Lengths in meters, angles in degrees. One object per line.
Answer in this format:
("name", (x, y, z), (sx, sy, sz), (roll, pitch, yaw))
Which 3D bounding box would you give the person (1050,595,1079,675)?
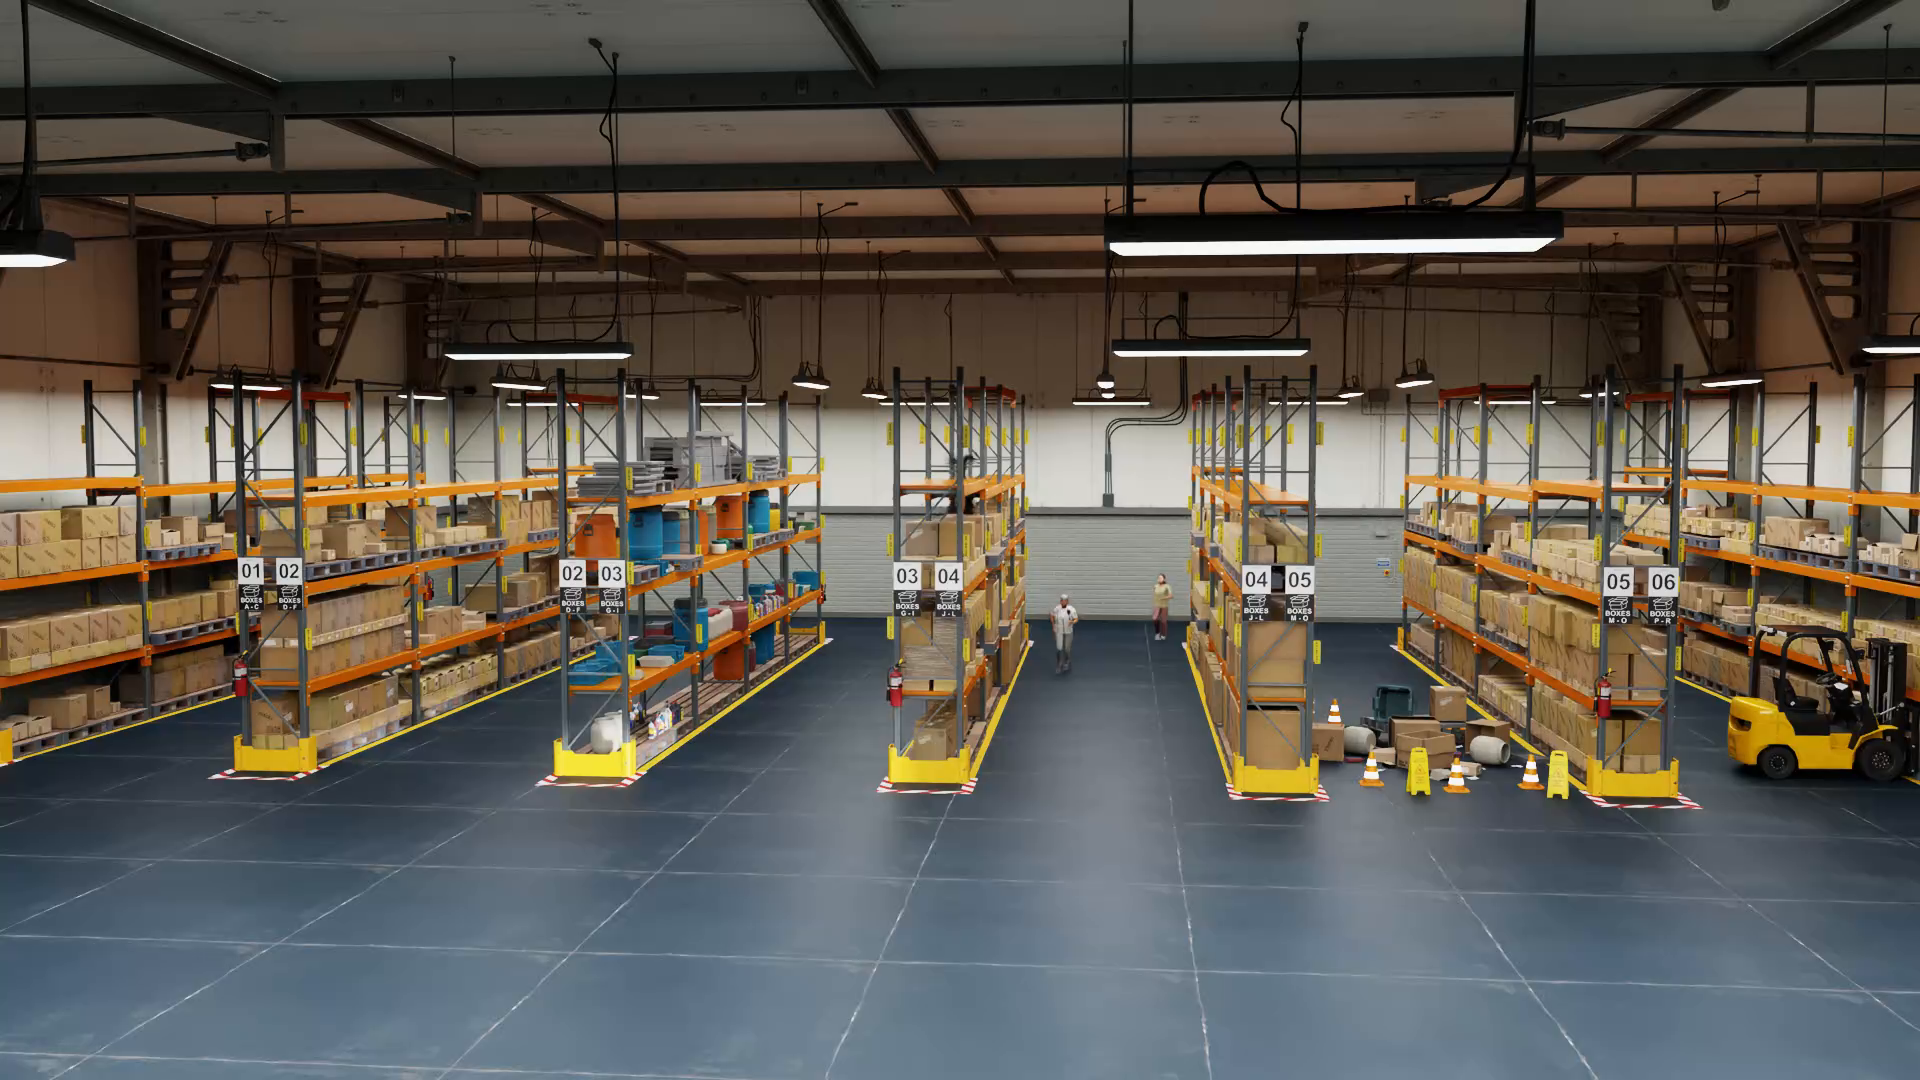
("person", (2.211, 2.008, 35.183), (0.588, 1.715, 0.730), (0, 4, 2))

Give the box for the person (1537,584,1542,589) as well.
("person", (12.844, 1.850, 36.813), (0.714, 1.733, 0.984), (-1, 4, -13))

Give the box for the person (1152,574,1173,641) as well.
("person", (4.928, 1.640, 40.638), (0.553, 1.646, 0.642), (2, 4, 23))
